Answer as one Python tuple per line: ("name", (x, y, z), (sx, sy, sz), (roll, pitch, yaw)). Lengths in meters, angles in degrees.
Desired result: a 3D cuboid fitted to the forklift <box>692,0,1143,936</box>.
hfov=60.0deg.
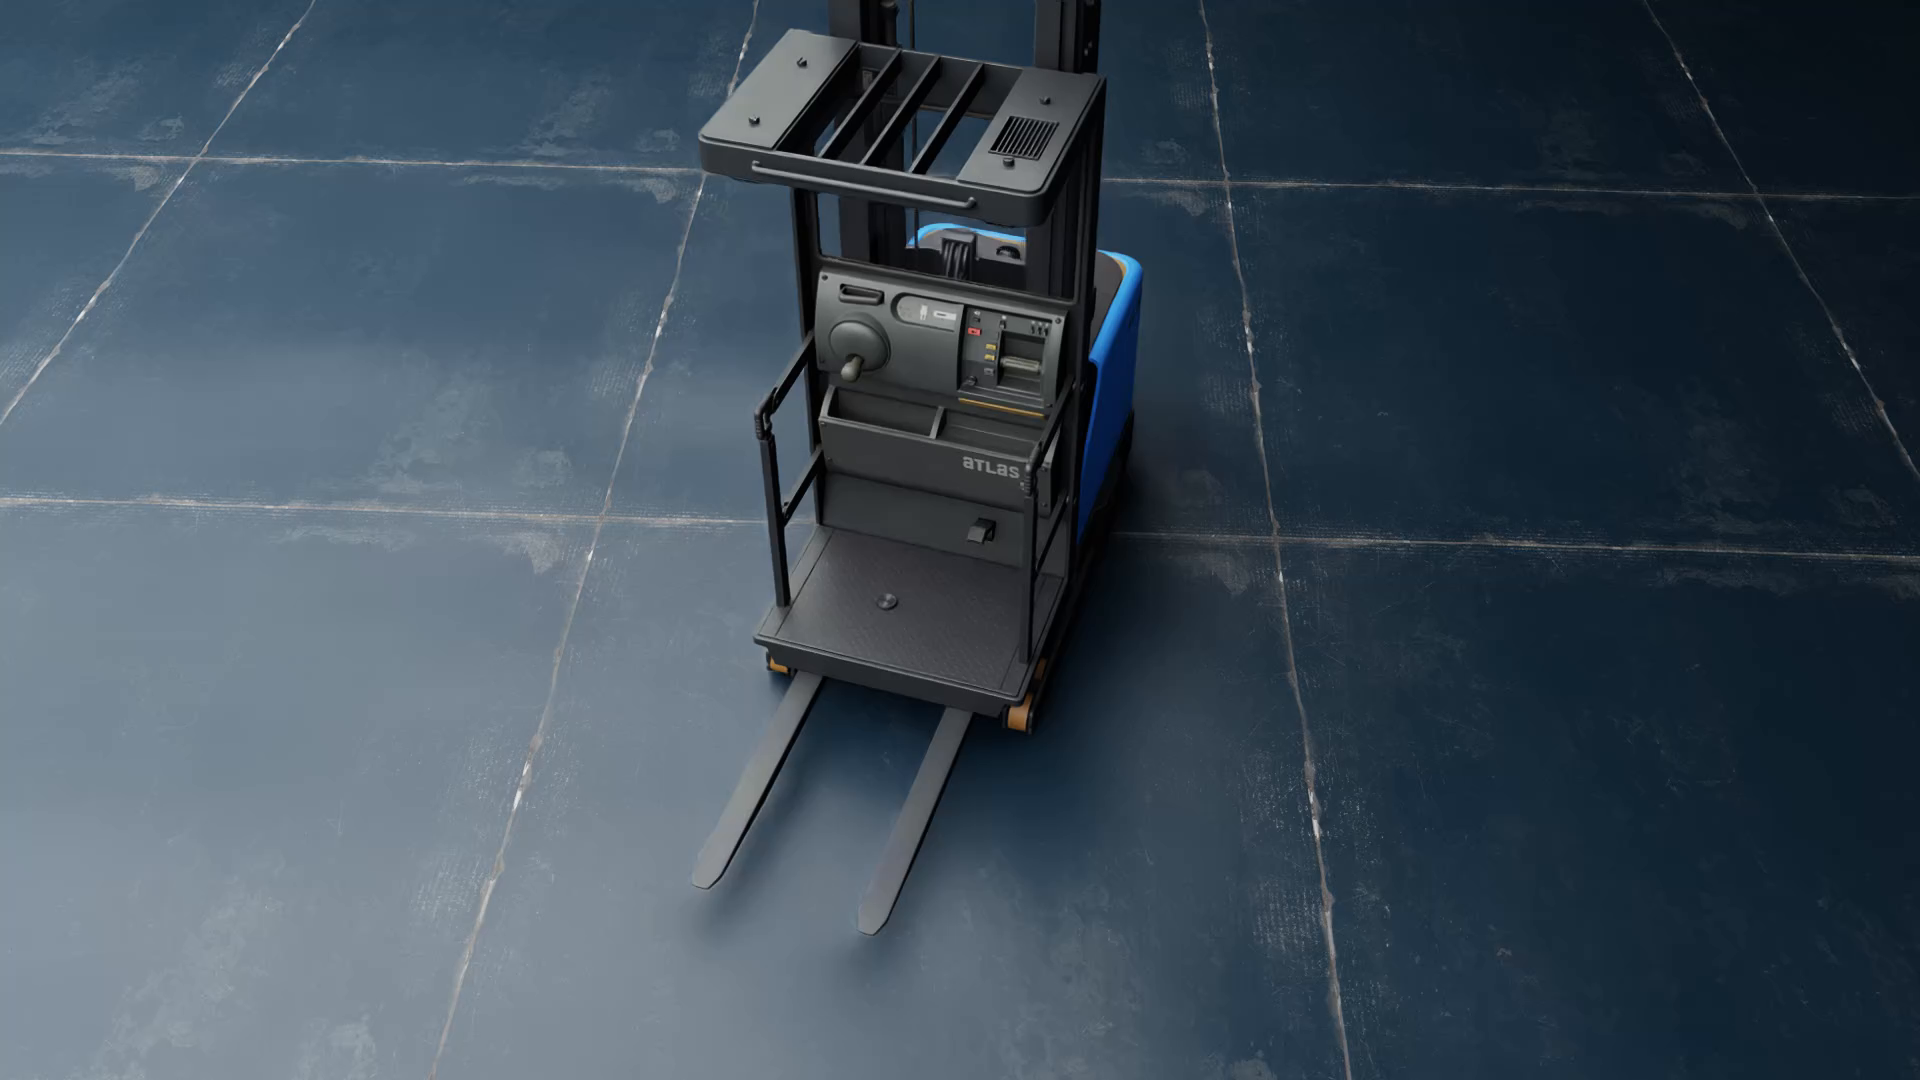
("forklift", (-0.143, -0.633, 5.865), (1.130, 2.935, 3.031), (12, 44, 13))
